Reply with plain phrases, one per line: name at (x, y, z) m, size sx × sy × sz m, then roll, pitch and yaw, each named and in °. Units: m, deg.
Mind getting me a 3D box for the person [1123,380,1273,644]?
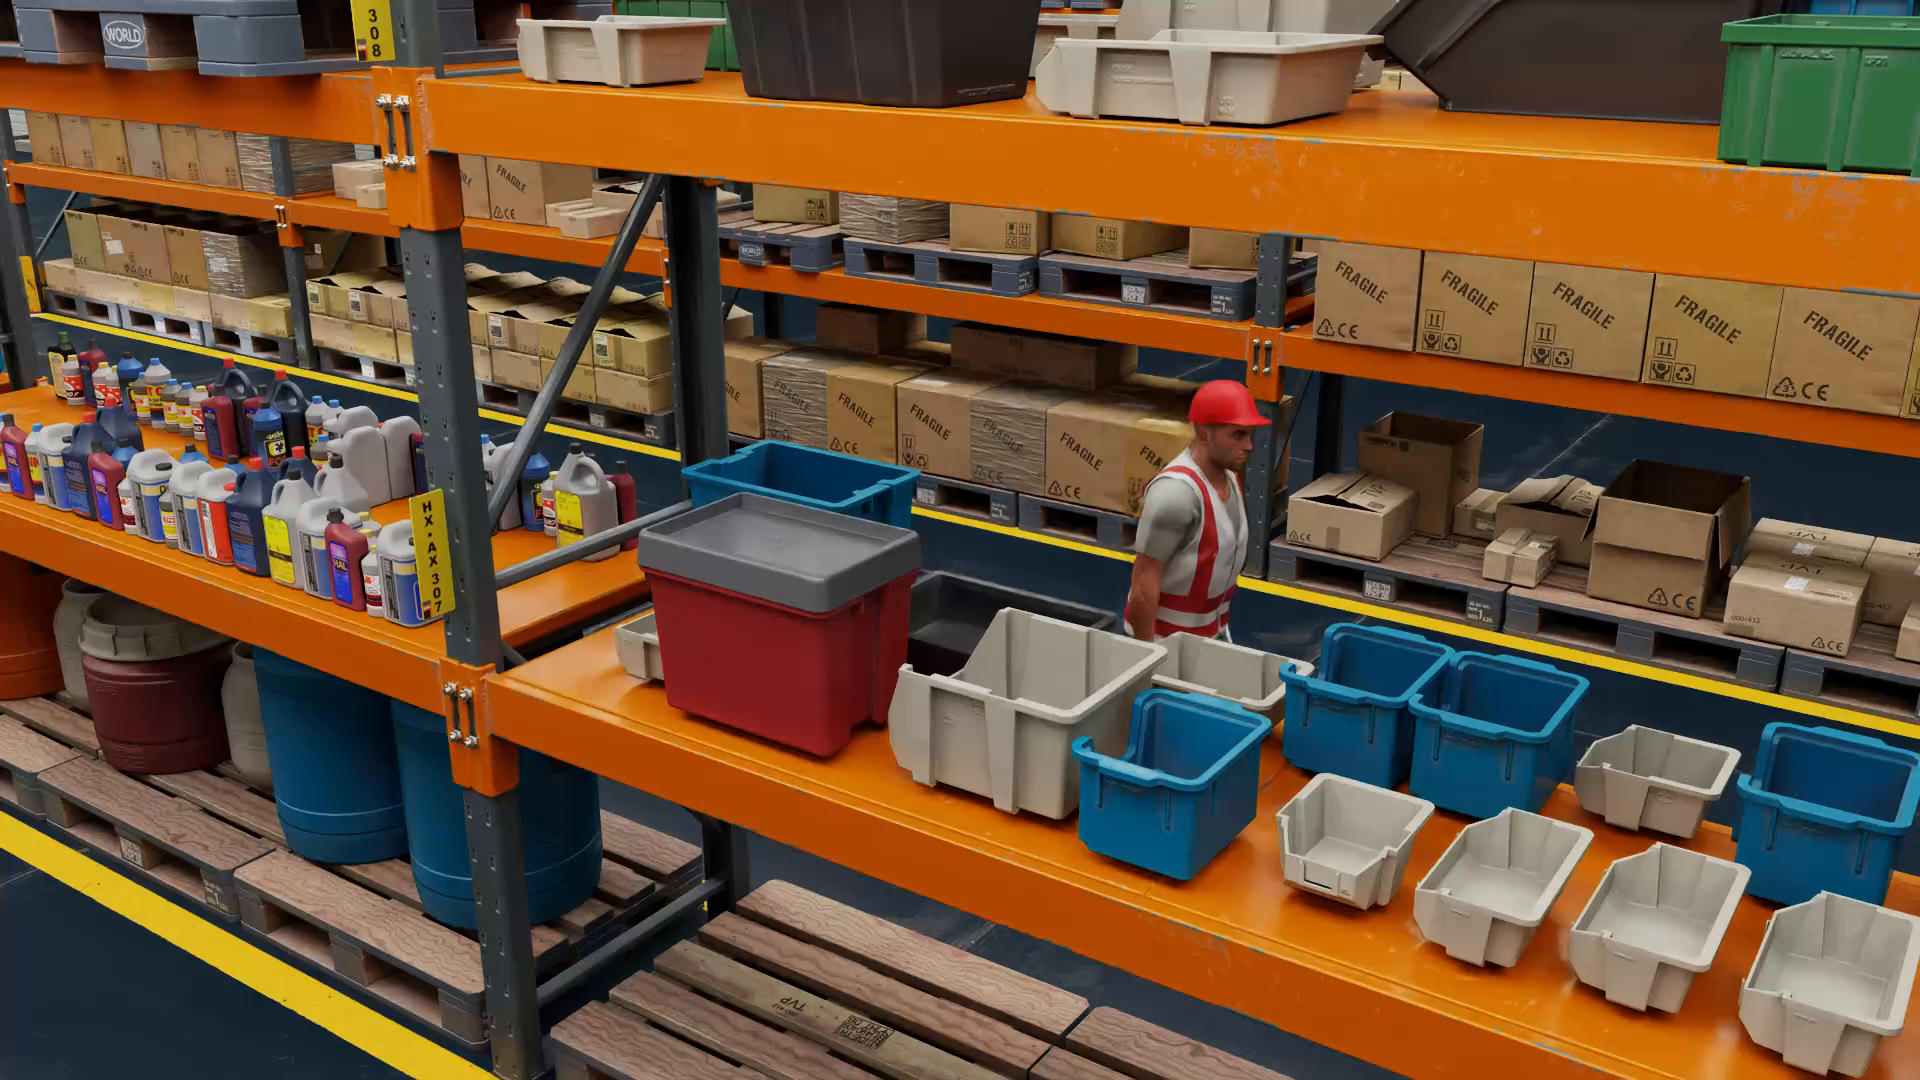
person at (0.672, 0.316, 5.605) m, size 0.665 × 1.776 × 0.601 m, roll 11°, pitch 23°, yaw 29°
